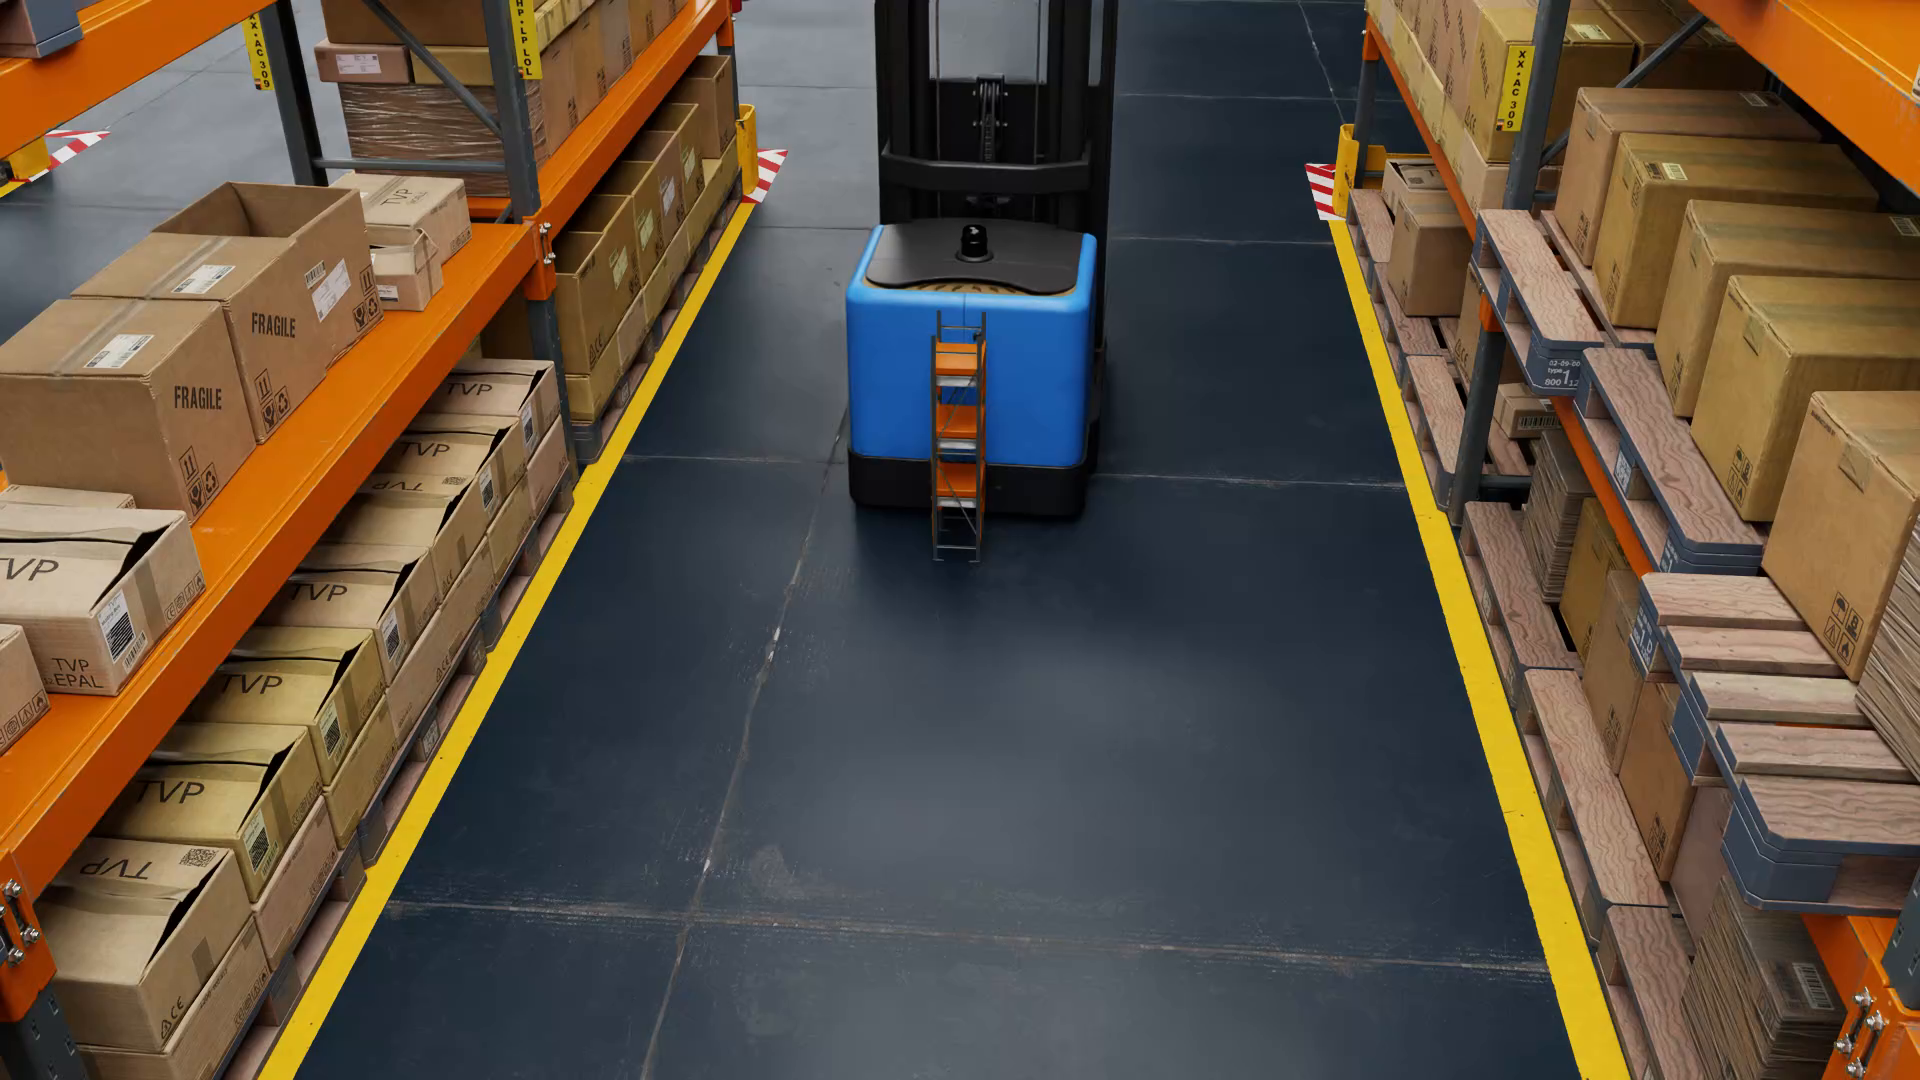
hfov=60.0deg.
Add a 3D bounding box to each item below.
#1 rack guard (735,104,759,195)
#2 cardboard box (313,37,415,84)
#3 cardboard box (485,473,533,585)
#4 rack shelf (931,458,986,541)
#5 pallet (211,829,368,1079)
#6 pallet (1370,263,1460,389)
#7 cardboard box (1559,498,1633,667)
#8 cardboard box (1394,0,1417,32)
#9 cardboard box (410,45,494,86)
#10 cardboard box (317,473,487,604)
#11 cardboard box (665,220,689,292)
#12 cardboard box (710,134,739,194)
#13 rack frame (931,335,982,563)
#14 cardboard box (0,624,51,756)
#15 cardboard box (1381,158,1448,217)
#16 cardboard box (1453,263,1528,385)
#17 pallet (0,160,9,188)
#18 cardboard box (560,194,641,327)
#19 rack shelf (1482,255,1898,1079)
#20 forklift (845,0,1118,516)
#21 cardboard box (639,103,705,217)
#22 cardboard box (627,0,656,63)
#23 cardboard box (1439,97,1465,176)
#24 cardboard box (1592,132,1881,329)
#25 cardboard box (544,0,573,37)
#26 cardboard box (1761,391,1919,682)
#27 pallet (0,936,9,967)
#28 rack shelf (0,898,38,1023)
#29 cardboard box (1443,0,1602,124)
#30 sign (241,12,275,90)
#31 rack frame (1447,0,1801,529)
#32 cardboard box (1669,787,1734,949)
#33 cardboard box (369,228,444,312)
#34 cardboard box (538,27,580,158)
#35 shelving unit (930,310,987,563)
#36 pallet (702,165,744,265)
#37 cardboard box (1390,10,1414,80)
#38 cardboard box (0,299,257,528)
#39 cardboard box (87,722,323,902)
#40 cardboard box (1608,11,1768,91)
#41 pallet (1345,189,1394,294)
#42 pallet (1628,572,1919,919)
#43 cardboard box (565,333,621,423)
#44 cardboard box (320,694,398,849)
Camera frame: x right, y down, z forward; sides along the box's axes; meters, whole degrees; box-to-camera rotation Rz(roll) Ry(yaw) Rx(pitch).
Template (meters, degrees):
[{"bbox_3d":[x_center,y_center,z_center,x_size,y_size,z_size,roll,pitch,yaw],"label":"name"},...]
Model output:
[{"bbox_3d":[-1.939,-2.589,10.975,1.175,0.500,0.348,2,32,4],"label":"rack guard"},{"bbox_3d":[-2.458,-2.019,6.954,0.380,0.149,0.250,2,32,4],"label":"cardboard box"},{"bbox_3d":[-2.054,-0.064,6.715,0.500,0.250,0.500,2,32,3],"label":"cardboard box"},{"bbox_3d":[-0.004,-0.173,7.081,0.215,0.259,0.240,2,32,4],"label":"rack shelf"},{"bbox_3d":[-2.486,1.301,4.938,1.003,0.211,1.213,2,32,4],"label":"pallet"},{"bbox_3d":[2.787,-1.145,8.906,1.003,0.211,1.213,2,32,4],"label":"pallet"},{"bbox_3d":[2.636,0.195,6.037,0.700,0.500,0.500,2,32,3],"label":"cardboard box"},{"bbox_3d":[2.560,-2.930,8.555,0.500,0.500,0.500,1,32,2],"label":"cardboard box"},{"bbox_3d":[-2.051,-2.000,6.923,0.380,0.149,0.250,2,32,4],"label":"cardboard box"},{"bbox_3d":[-2.093,-0.039,6.140,0.500,0.311,0.500,2,32,4],"label":"cardboard box"},{"bbox_3d":[-1.800,-1.571,9.161,0.500,0.250,0.500,2,32,4],"label":"cardboard box"},{"bbox_3d":[-1.690,-2.356,10.434,0.500,0.250,0.500,2,32,4],"label":"cardboard box"},{"bbox_3d":[-0.014,-0.355,6.826,0.200,1.050,0.008,2,32,4],"label":"rack frame"},{"bbox_3d":[-2.519,0.392,3.839,0.500,0.311,0.500,4,32,7],"label":"cardboard box"},{"bbox_3d":[2.851,-2.116,9.967,0.500,0.311,0.500,-1,32,-2],"label":"cardboard box"},{"bbox_3d":[2.716,-1.007,7.988,0.500,0.500,0.500,0,32,0],"label":"cardboard box"},{"bbox_3d":[-6.908,-2.201,10.620,1.003,0.211,1.213,2,32,4],"label":"pallet"},{"bbox_3d":[-1.884,-1.367,8.116,0.500,0.500,0.500,2,32,4],"label":"cardboard box"},{"bbox_3d":[2.508,0.013,5.056,1.077,0.370,4.000,2,32,4],"label":"rack shelf"},{"bbox_3d":[0.190,-2.106,7.874,1.130,2.935,3.031,3,32,6],"label":"forklift"},{"bbox_3d":[-1.755,-2.151,9.388,0.500,0.500,0.500,2,32,4],"label":"cardboard box"},{"bbox_3d":[-2.076,-2.905,9.010,0.700,0.500,0.500,3,32,4],"label":"cardboard box"},{"bbox_3d":[2.456,-1.805,7.443,0.500,0.250,0.500,3,32,4],"label":"cardboard box"},{"bbox_3d":[2.543,-1.013,5.519,0.700,0.500,0.500,6,32,9],"label":"cardboard box"},{"bbox_3d":[-1.992,-2.403,7.577,0.380,0.149,0.250,2,32,4],"label":"cardboard box"},{"bbox_3d":[2.392,-0.017,3.904,0.700,0.500,0.500,0,32,-1],"label":"cardboard box"},{"bbox_3d":[-2.577,0.982,2.981,1.213,0.211,1.003,2,32,4],"label":"pallet"},{"bbox_3d":[-2.755,1.895,2.002,1.077,0.370,4.000,2,32,4],"label":"rack shelf"},{"bbox_3d":[2.436,-2.125,7.248,0.500,0.500,0.500,2,32,4],"label":"cardboard box"},{"bbox_3d":[-2.820,-1.974,6.694,0.100,0.325,0.005,2,32,4],"label":"sign"},{"bbox_3d":[2.671,-1.339,6.564,1.000,3.000,0.127,2,32,4],"label":"rack frame"},{"bbox_3d":[2.510,0.986,4.754,0.700,0.500,0.500,2,32,4],"label":"cardboard box"},{"bbox_3d":[-2.155,-1.024,6.181,0.396,0.266,0.258,2,32,3],"label":"cardboard box"},{"bbox_3d":[-2.200,-2.100,7.703,0.700,0.500,0.500,2,32,3],"label":"cardboard box"},{"bbox_3d":[-0.004,-0.419,6.929,0.215,1.050,0.252,2,32,4],"label":"shelving unit"},{"bbox_3d":[-1.961,-2.052,10.378,1.003,0.211,1.213,2,32,4],"label":"pallet"},{"bbox_3d":[2.565,-2.596,8.727,0.500,0.250,0.500,2,32,3],"label":"cardboard box"},{"bbox_3d":[-2.472,-0.378,4.909,0.500,0.500,0.500,1,32,1],"label":"cardboard box"},{"bbox_3d":[-2.222,0.759,4.845,0.500,0.311,0.500,2,32,3],"label":"cardboard box"},{"bbox_3d":[2.918,-1.840,6.786,0.500,0.500,0.500,2,32,3],"label":"cardboard box"},{"bbox_3d":[2.889,-1.781,9.939,1.003,0.211,1.213,2,32,4],"label":"pallet"},{"bbox_3d":[2.297,0.457,3.833,1.213,0.211,1.003,2,32,4],"label":"pallet"},{"bbox_3d":[-1.926,-0.787,7.888,0.500,0.250,0.500,2,32,4],"label":"cardboard box"},{"bbox_3d":[-2.180,0.738,5.414,0.500,0.250,0.500,2,32,3],"label":"cardboard box"}]
